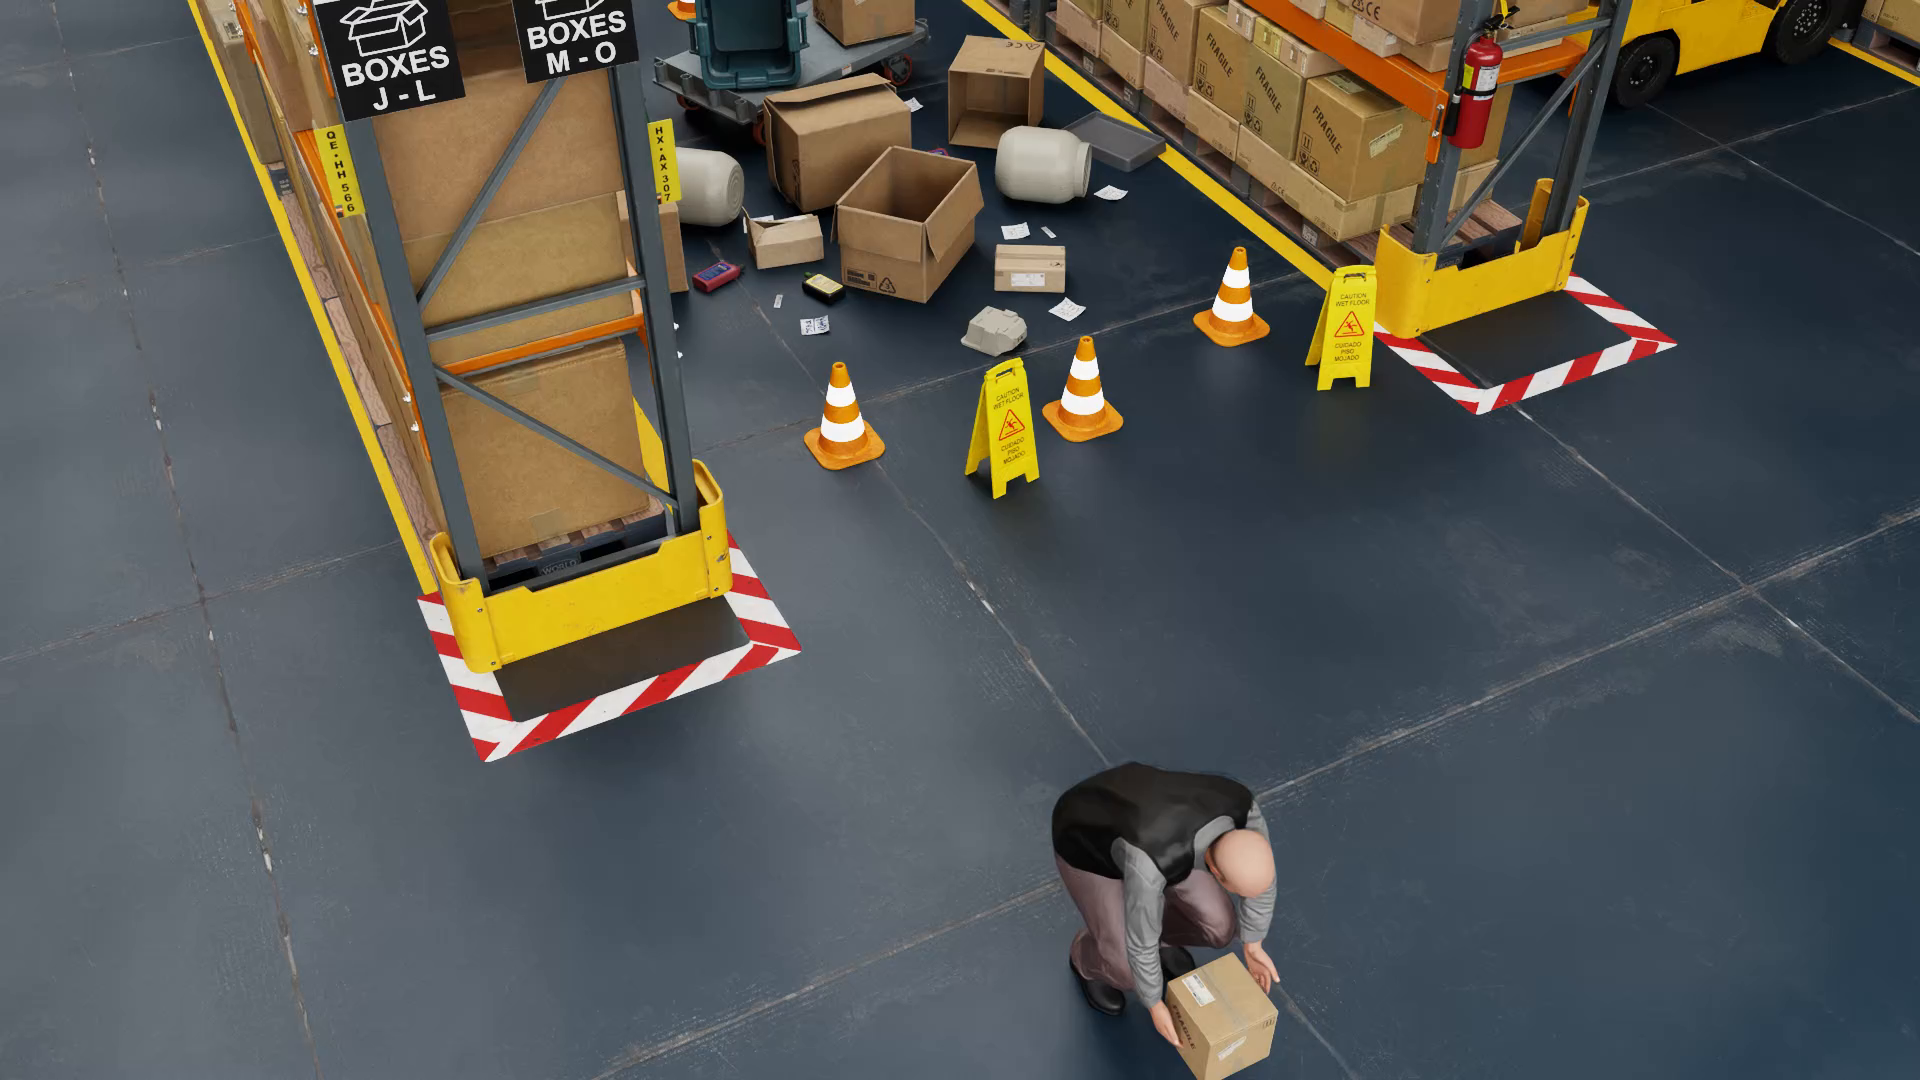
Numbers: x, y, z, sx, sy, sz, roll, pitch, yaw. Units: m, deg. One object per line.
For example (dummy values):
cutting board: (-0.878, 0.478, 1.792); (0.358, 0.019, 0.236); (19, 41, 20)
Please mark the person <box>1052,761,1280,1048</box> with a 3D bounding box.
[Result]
person: (0.669, 1.110, 5.373); (0.561, 1.104, 0.824); (-19, 44, -20)
